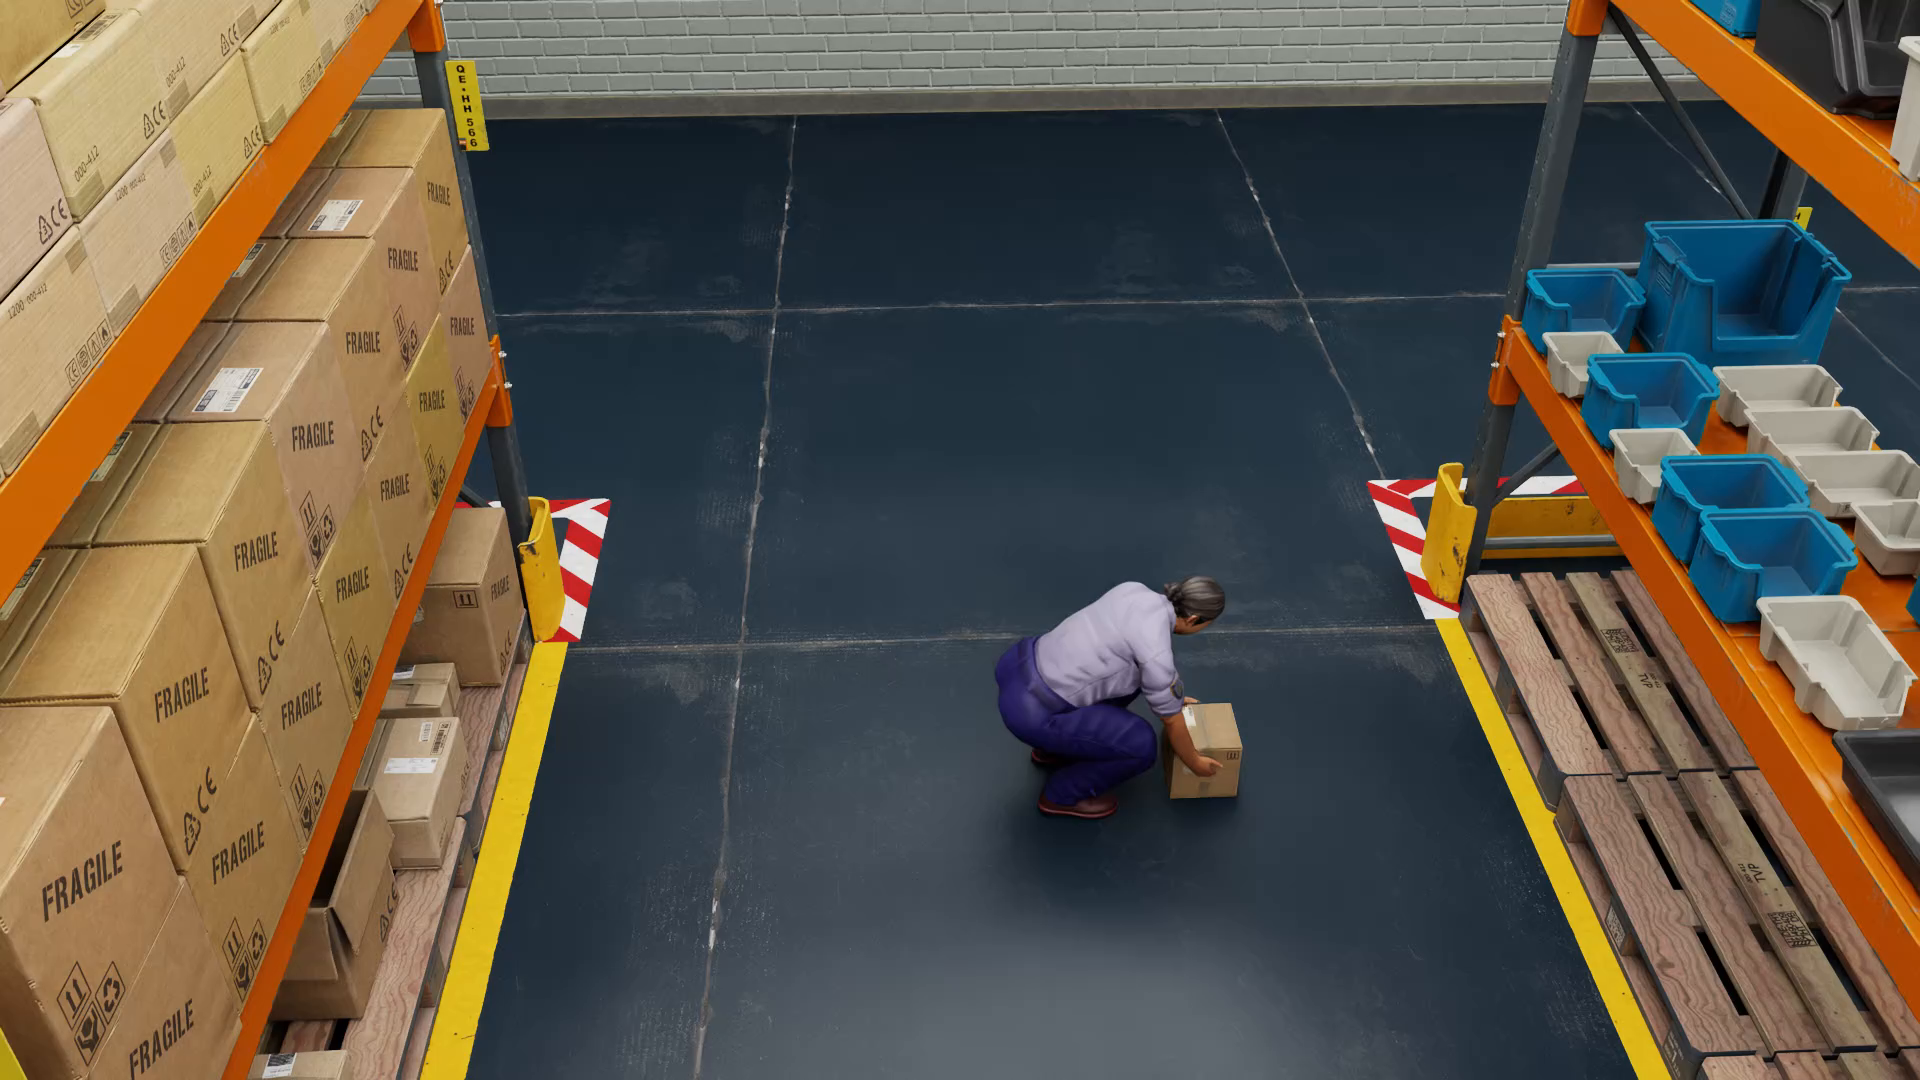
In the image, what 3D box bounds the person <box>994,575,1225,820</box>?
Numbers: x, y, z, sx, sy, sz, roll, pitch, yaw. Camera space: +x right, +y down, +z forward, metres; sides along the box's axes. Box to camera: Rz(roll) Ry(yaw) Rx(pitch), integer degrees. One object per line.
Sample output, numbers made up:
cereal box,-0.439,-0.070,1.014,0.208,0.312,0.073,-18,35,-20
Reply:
person,0.543,0.544,6.055,0.829,0.889,0.527,-2,35,-2
